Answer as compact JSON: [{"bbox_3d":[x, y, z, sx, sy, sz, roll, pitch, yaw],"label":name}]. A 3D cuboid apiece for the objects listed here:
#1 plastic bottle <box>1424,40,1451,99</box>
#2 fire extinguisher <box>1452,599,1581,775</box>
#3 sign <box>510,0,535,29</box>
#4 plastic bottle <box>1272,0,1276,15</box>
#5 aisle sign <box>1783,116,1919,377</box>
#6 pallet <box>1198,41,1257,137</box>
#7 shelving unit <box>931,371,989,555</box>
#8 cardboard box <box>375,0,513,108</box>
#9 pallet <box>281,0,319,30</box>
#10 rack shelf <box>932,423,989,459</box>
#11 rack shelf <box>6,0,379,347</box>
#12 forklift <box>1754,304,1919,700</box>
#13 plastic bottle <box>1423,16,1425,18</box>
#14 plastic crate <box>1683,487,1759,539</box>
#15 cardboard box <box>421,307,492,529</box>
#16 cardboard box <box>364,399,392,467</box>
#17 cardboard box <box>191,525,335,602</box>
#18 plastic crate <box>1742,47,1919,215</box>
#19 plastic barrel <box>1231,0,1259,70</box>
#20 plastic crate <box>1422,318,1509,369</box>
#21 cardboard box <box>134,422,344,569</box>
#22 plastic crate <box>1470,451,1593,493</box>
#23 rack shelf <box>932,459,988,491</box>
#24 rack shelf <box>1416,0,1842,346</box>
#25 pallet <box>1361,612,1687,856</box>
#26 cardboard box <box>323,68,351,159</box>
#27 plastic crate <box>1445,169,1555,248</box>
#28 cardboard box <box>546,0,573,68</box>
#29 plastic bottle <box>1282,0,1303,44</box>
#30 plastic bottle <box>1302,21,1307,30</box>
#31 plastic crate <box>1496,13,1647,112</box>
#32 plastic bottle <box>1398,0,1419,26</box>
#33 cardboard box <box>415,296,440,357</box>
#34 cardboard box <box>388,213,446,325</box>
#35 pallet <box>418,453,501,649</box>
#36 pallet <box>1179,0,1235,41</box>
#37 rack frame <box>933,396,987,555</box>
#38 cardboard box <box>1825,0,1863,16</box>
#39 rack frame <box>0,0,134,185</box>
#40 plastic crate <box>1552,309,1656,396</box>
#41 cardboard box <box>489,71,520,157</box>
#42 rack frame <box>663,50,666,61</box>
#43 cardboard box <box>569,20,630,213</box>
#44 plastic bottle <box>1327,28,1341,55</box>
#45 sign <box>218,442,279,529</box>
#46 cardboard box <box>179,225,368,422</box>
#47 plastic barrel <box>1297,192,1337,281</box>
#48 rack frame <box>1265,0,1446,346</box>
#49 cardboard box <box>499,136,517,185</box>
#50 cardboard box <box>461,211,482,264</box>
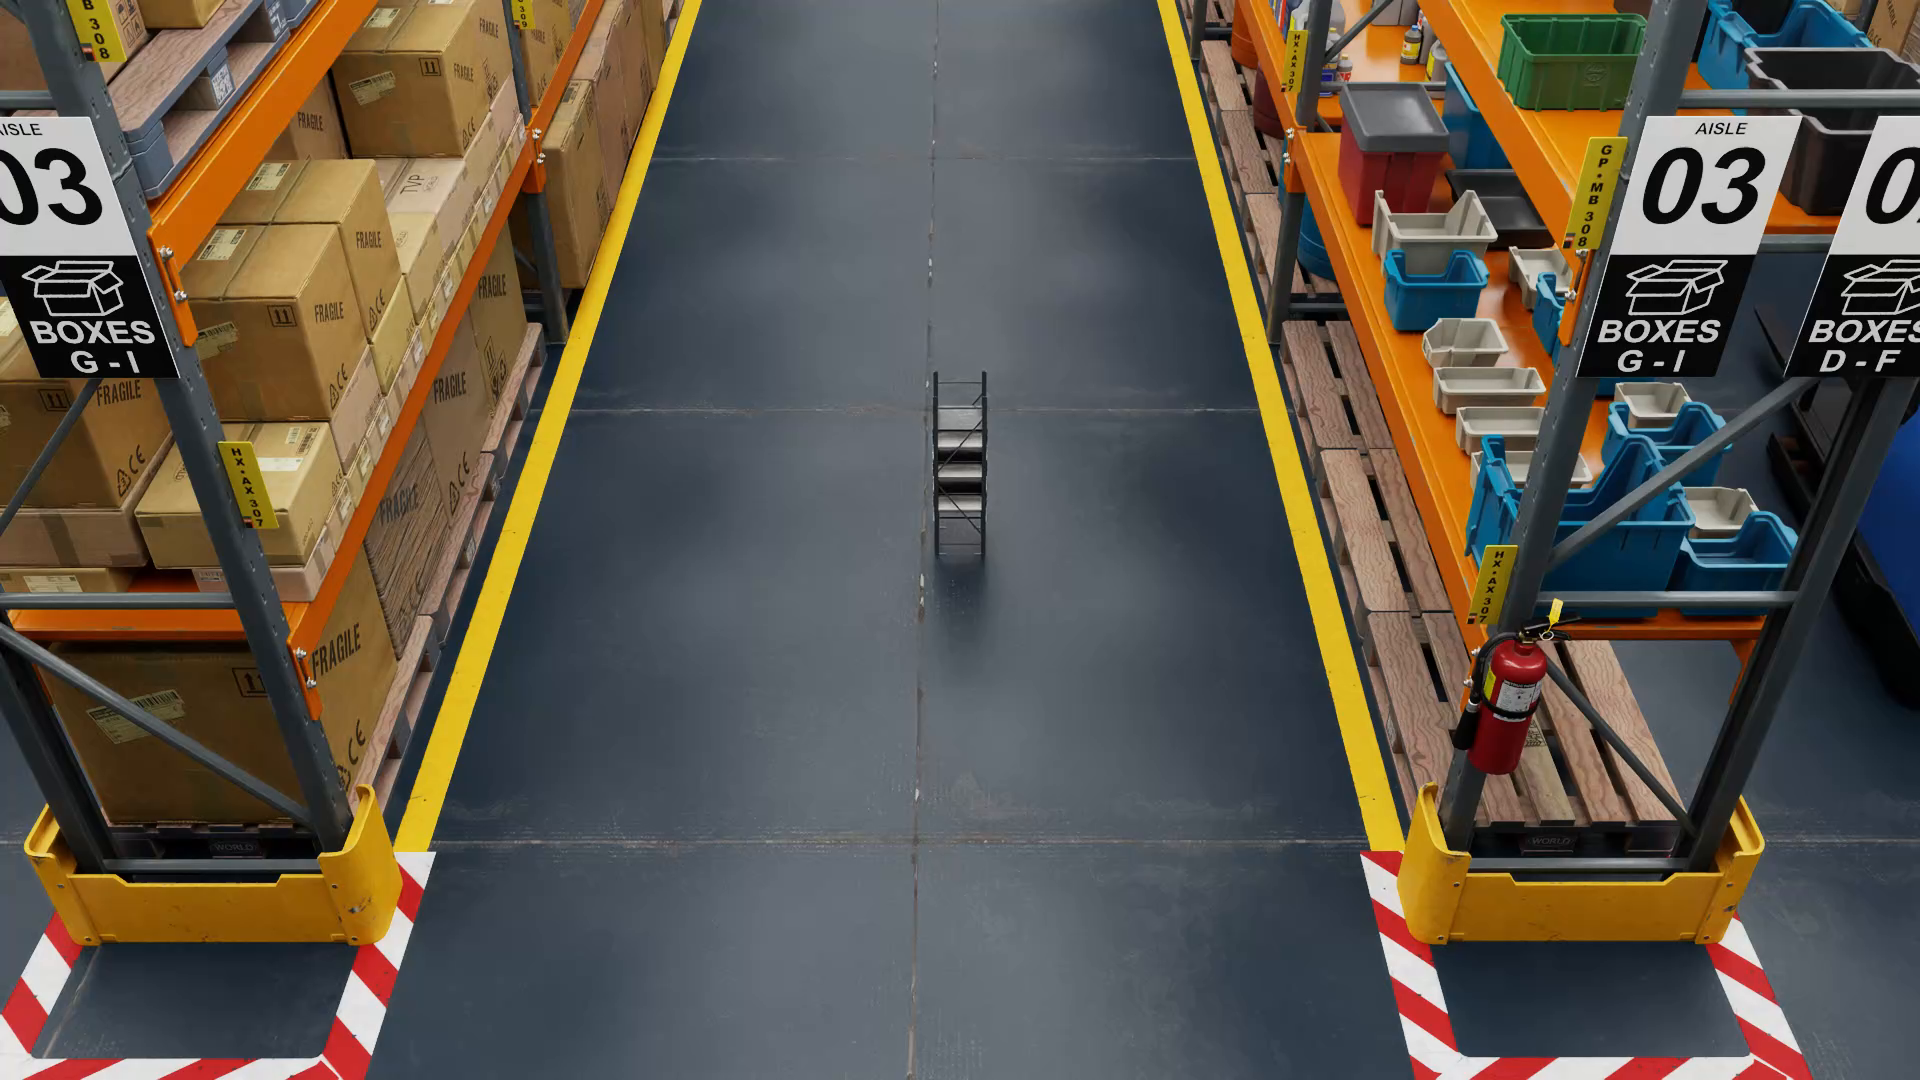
[{"bbox_3d":[2.559,-2.529,8.793,0.144,0.351,0.185,0,39,0],"label":"plastic bottle"},{"bbox_3d":[1.786,0.469,5.372,0.296,0.674,0.183,0,39,0],"label":"fire extinguisher"},{"bbox_3d":[-2.162,-2.670,8.173,0.100,0.325,0.005,0,39,0],"label":"sign"},{"bbox_3d":[1.883,-3.172,9.714,0.097,0.201,0.097,0,39,0],"label":"plastic bottle"},{"bbox_3d":[2.537,-0.771,4.481,0.394,0.787,0.004,0,39,0],"label":"aisle sign"},{"bbox_3d":[2.274,-3.223,11.849,1.003,0.211,1.213,0,39,0],"label":"pallet"},{"bbox_3d":[0.000,-0.346,7.708,0.258,0.900,0.210,0,39,0],"label":"shelving unit"},{"bbox_3d":[-2.449,-2.362,7.827,0.500,0.500,0.500,1,39,1],"label":"cardboard box"},{"bbox_3d":[-2.728,-2.163,5.968,1.003,0.211,1.213,0,39,0],"label":"pallet"},{"bbox_3d":[0.000,-0.461,7.616,0.258,0.077,0.200,0,39,0],"label":"rack shelf"},{"bbox_3d":[-2.715,-1.939,6.193,1.077,0.370,4.000,0,39,0],"label":"rack shelf"},{"bbox_3d":[4.647,-1.323,7.303,1.130,2.935,3.031,3,39,4],"label":"forklift"},{"bbox_3d":[2.643,-2.878,9.346,0.097,0.201,0.097,0,39,0],"label":"plastic bottle"},{"bbox_3d":[2.652,-0.077,5.856,0.250,0.136,0.298,0,39,0],"label":"plastic crate"},{"bbox_3d":[-2.795,-0.659,7.782,0.875,0.875,0.875,0,39,0],"label":"cardboard box"},{"bbox_3d":[-2.387,-0.406,6.304,0.380,0.149,0.250,-1,39,-1],"label":"cardboard box"},{"bbox_3d":[-2.383,0.078,5.701,0.380,0.149,0.250,0,39,0],"label":"cardboard box"},{"bbox_3d":[2.519,-1.162,4.753,0.497,0.269,0.590,0,39,0],"label":"plastic crate"},{"bbox_3d":[2.249,-3.816,11.758,0.600,0.830,0.708,0,39,0],"label":"plastic barrel"},{"bbox_3d":[2.029,-0.773,6.724,0.298,0.136,0.250,0,39,0],"label":"plastic crate"},{"bbox_3d":[-2.443,-0.156,5.674,0.500,0.250,0.500,-1,39,-1],"label":"cardboard box"},{"bbox_3d":[2.058,-0.232,6.049,0.396,0.136,0.243,0,39,0],"label":"plastic crate"},{"bbox_3d":[0.000,-0.320,7.729,0.258,0.077,0.200,0,39,0],"label":"rack shelf"},{"bbox_3d":[2.238,-1.942,6.197,1.077,0.370,4.000,0,39,0],"label":"rack shelf"},{"bbox_3d":[2.278,0.771,6.865,1.003,0.211,1.213,0,39,0],"label":"pallet"},{"bbox_3d":[-2.979,-2.042,7.427,0.500,0.500,0.500,0,39,0],"label":"cardboard box"},{"bbox_3d":[2.506,-1.519,7.665,0.437,0.125,0.590,0,39,0],"label":"plastic crate"},{"bbox_3d":[-2.469,-2.941,9.187,0.500,0.500,0.500,0,39,0],"label":"cardboard box"},{"bbox_3d":[1.907,-2.974,9.347,0.144,0.351,0.185,0,39,0],"label":"plastic bottle"},{"bbox_3d":[1.866,-2.648,8.995,0.061,0.283,0.133,0,39,0],"label":"plastic bottle"},{"bbox_3d":[1.954,-1.506,5.247,0.450,0.188,0.336,0,39,0],"label":"plastic crate"},{"bbox_3d":[2.615,-3.123,9.594,0.152,0.276,0.135,0,39,0],"label":"plastic bottle"},{"bbox_3d":[-2.386,-0.884,6.901,0.380,0.149,0.250,-1,39,-1],"label":"cardboard box"},{"bbox_3d":[-2.453,-1.122,6.879,0.500,0.250,0.500,-1,39,-1],"label":"cardboard box"},{"bbox_3d":[-2.790,0.029,7.790,1.003,0.211,1.213,0,39,0],"label":"pallet"},{"bbox_3d":[2.269,-4.201,13.069,1.003,0.211,1.213,0,39,0],"label":"pallet"},{"bbox_3d":[0.000,-0.282,7.628,0.240,0.900,0.006,0,39,0],"label":"rack frame"},{"bbox_3d":[6.940,-4.225,12.733,0.500,0.250,0.500,1,39,1],"label":"cardboard box"},{"bbox_3d":[-2.713,-2.139,3.469,1.000,3.000,0.127,0,39,0],"label":"rack frame"},{"bbox_3d":[2.568,-0.738,6.603,0.416,0.233,0.300,0,39,0],"label":"plastic crate"},{"bbox_3d":[-2.454,-2.081,8.076,0.500,0.250,0.500,-1,39,-1],"label":"cardboard box"},{"bbox_3d":[-2.722,-4.801,11.588,1.000,3.000,0.127,0,39,0],"label":"rack frame"},{"bbox_3d":[-2.740,-2.593,10.196,1.225,0.875,0.875,-1,39,-2],"label":"cardboard box"},{"bbox_3d":[2.036,-2.712,9.140,0.097,0.201,0.097,0,39,0],"label":"plastic bottle"},{"bbox_3d":[-2.158,-0.163,5.045,0.100,0.325,0.005,0,39,0],"label":"sign"},{"bbox_3d":[-2.444,-0.761,5.829,0.500,0.500,0.500,-1,39,-1],"label":"cardboard box"},{"bbox_3d":[2.252,-1.988,9.420,0.600,0.901,0.708,0,39,0],"label":"plastic barrel"},{"bbox_3d":[2.236,-2.303,8.471,1.000,3.000,0.127,0,39,0],"label":"rack frame"},{"bbox_3d":[-2.389,-1.850,8.106,0.380,0.149,0.250,1,39,1],"label":"cardboard box"},{"bbox_3d":[-2.388,-1.367,7.504,0.380,0.149,0.250,1,39,1],"label":"cardboard box"}]
